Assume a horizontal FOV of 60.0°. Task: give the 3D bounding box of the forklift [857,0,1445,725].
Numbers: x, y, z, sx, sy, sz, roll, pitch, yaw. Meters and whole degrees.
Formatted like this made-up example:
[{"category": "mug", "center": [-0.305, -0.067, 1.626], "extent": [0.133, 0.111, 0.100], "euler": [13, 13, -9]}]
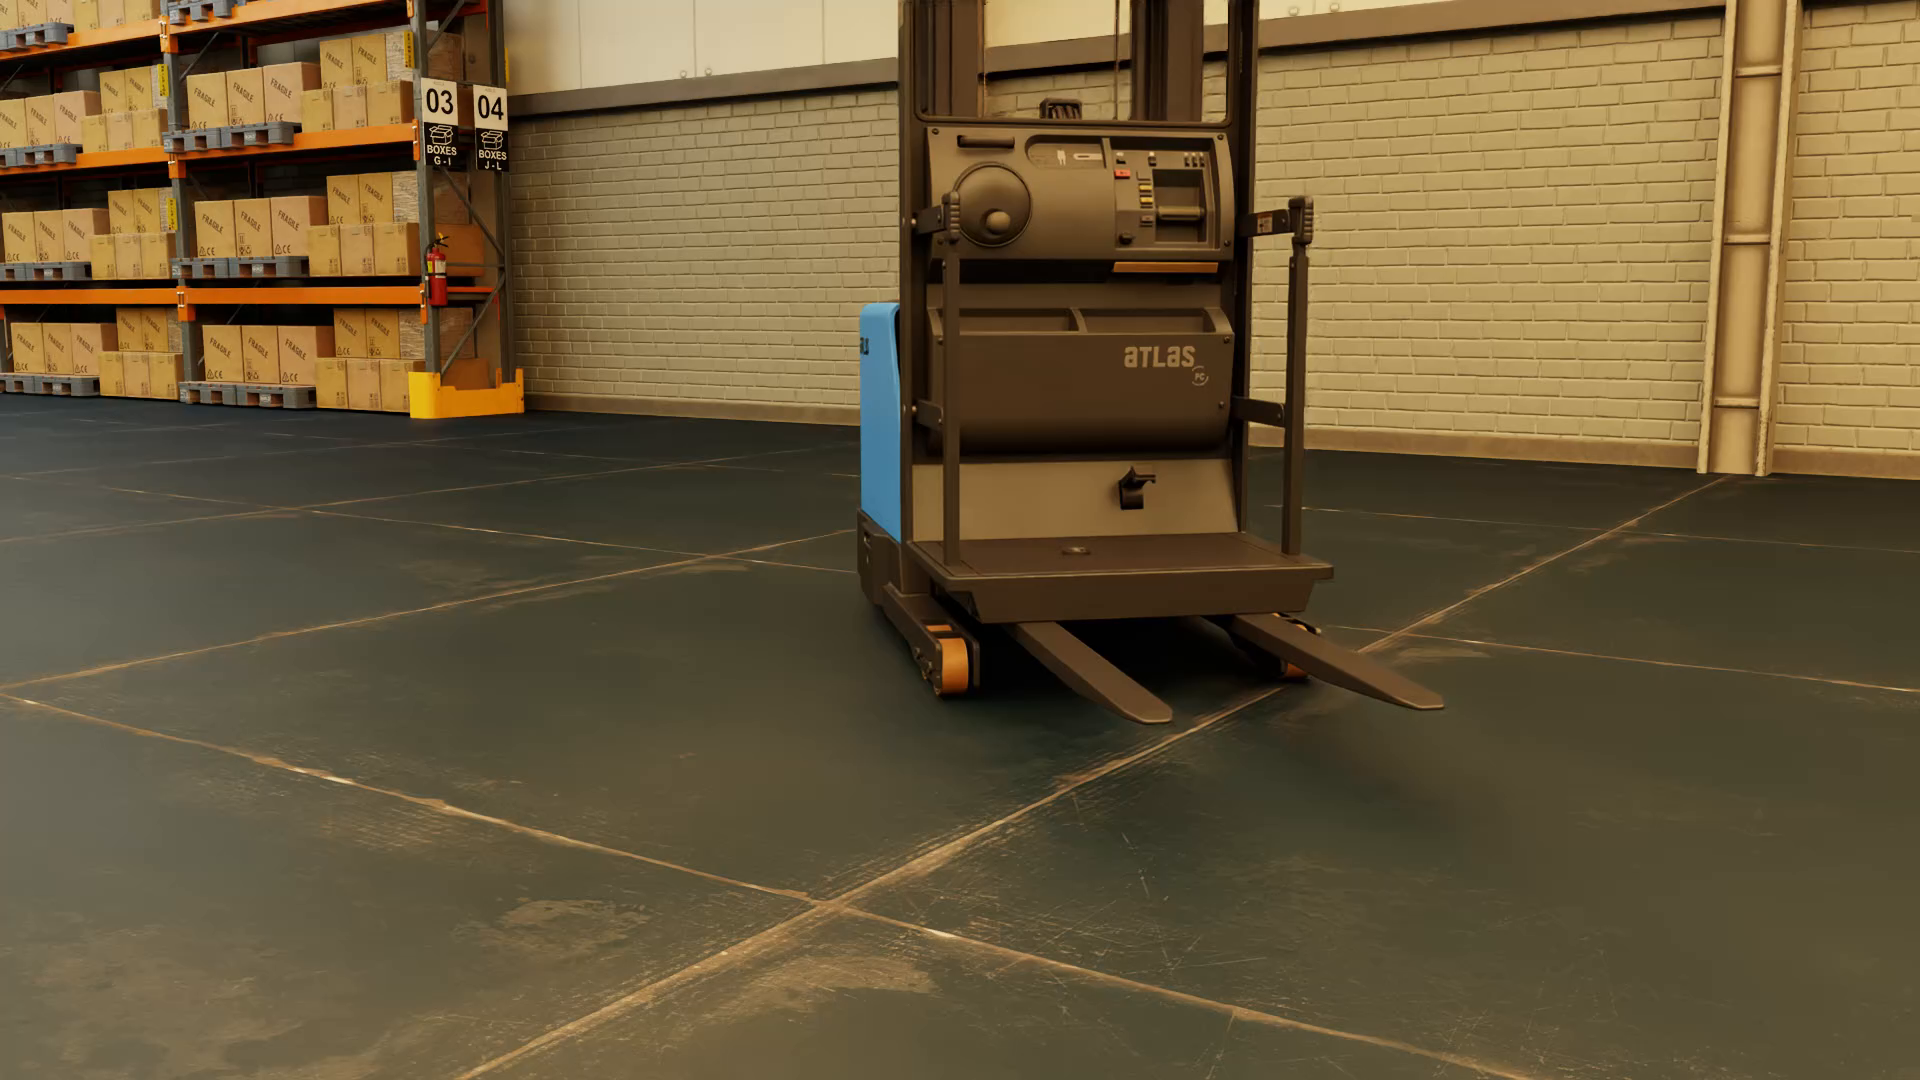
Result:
[{"category": "forklift", "center": [0.408, -1.076, 4.761], "extent": [1.130, 2.935, 3.031], "euler": [-2, 8, -11]}]
